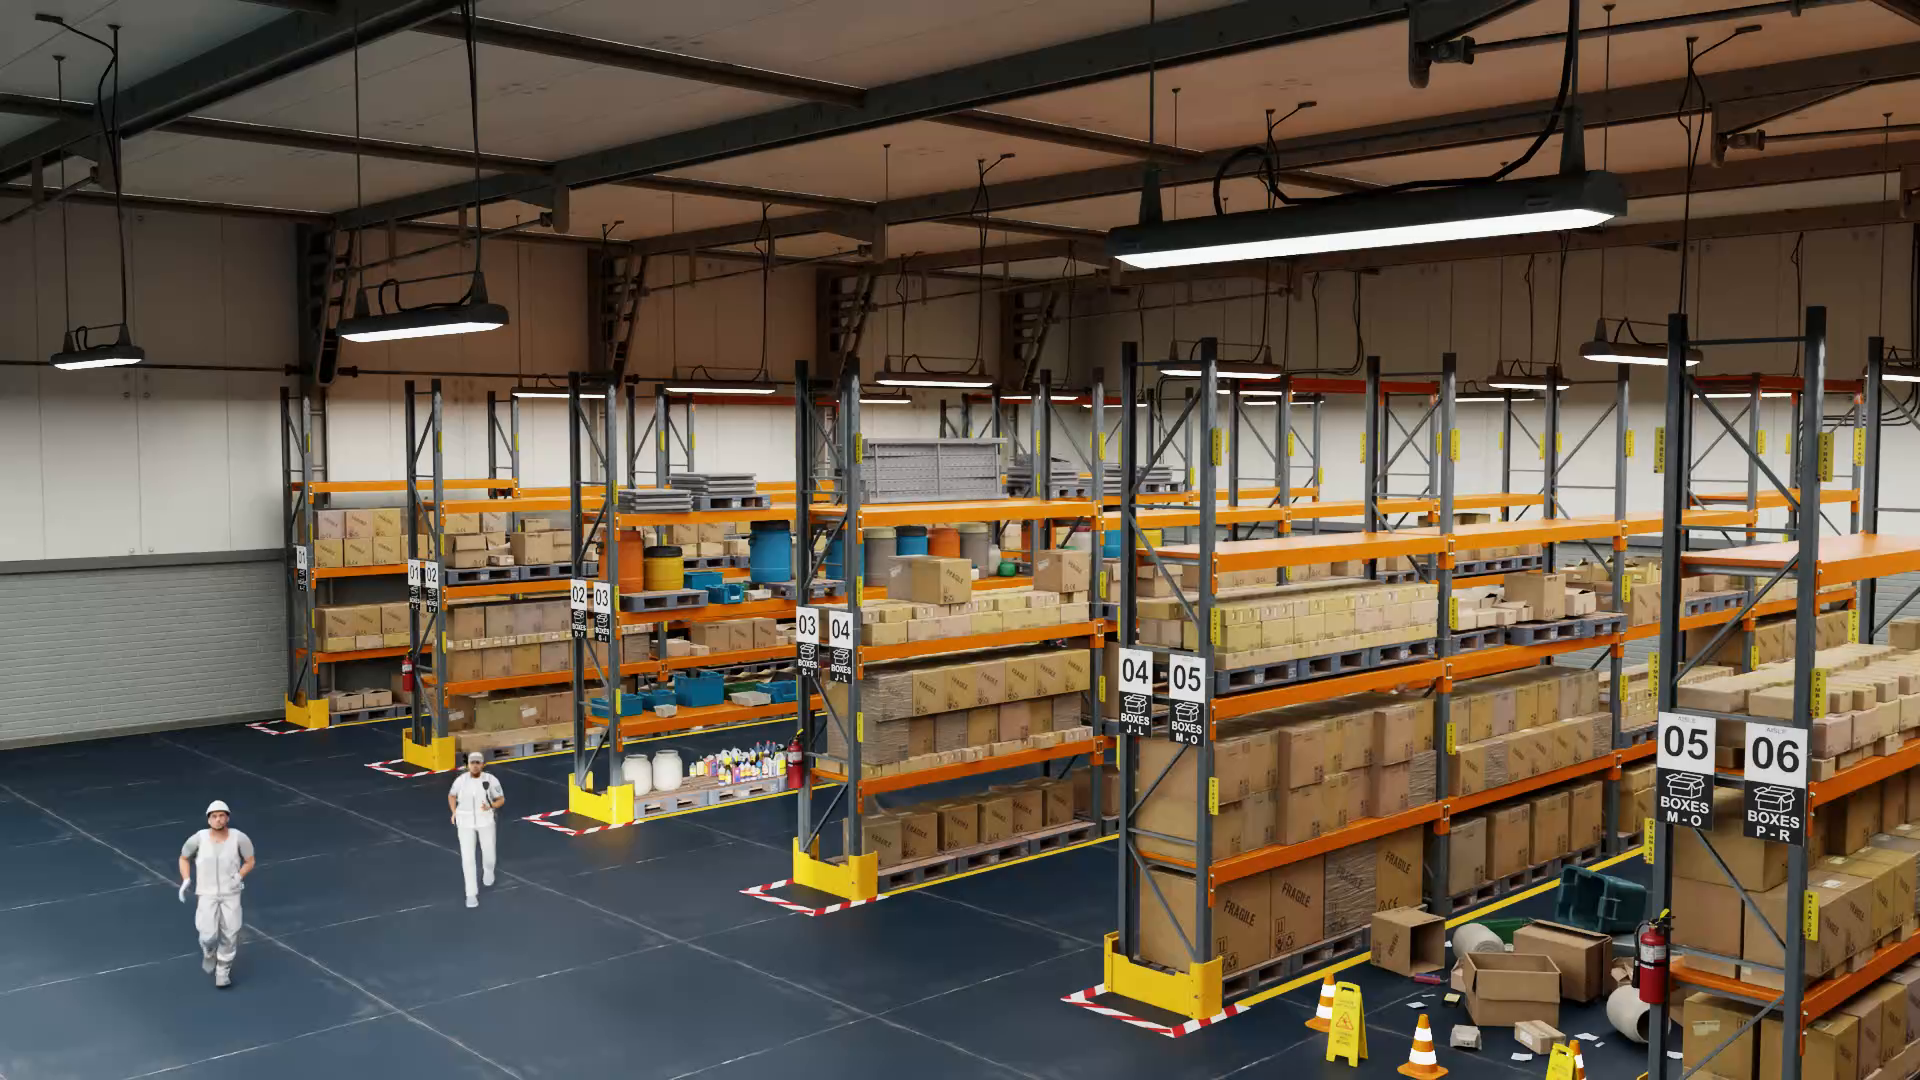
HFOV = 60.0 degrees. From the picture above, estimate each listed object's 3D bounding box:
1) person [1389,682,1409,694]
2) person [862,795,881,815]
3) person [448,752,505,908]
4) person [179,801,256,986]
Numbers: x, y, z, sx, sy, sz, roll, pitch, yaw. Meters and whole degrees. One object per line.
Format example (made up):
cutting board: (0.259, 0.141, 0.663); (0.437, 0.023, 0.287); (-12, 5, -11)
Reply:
person: (6.212, 2.786, 23.534); (0.631, 1.850, 0.768); (3, 5, 39)
person: (-1.195, 2.925, 21.094); (0.687, 1.844, 0.814); (4, 5, 44)
person: (-5.356, 3.160, 18.420); (0.618, 1.639, 0.859); (-1, 4, -14)
person: (-6.905, 3.302, 15.487); (0.658, 1.738, 0.585); (-2, 4, -24)
